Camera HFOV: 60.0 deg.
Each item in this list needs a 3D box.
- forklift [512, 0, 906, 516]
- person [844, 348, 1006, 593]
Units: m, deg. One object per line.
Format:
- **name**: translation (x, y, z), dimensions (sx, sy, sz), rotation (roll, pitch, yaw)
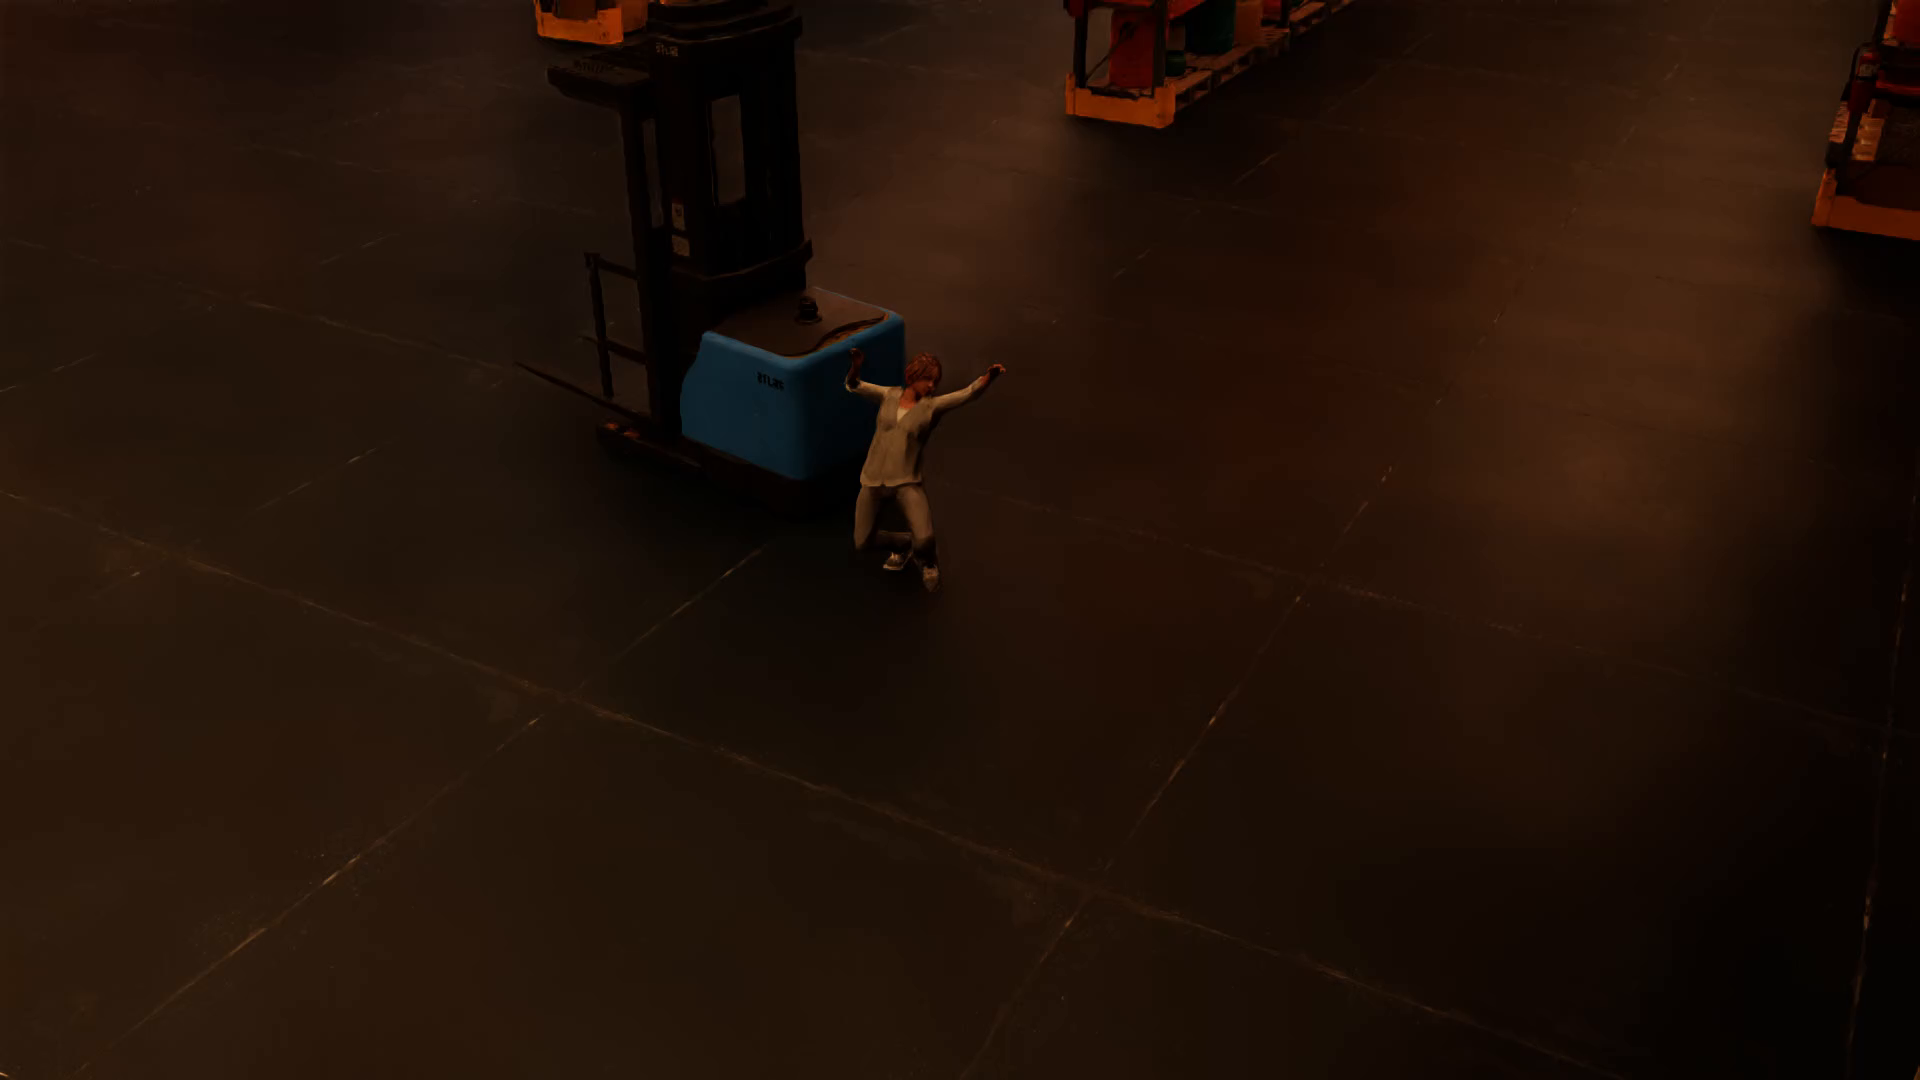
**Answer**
- **forklift**: translation (-1.791, -2.013, 10.558), dimensions (3.031, 2.935, 1.130), rotation (22, 37, 33)
- **person**: translation (-0.197, -0.401, 9.197), dimensions (0.897, 1.507, 0.701), rotation (10, 31, 16)
